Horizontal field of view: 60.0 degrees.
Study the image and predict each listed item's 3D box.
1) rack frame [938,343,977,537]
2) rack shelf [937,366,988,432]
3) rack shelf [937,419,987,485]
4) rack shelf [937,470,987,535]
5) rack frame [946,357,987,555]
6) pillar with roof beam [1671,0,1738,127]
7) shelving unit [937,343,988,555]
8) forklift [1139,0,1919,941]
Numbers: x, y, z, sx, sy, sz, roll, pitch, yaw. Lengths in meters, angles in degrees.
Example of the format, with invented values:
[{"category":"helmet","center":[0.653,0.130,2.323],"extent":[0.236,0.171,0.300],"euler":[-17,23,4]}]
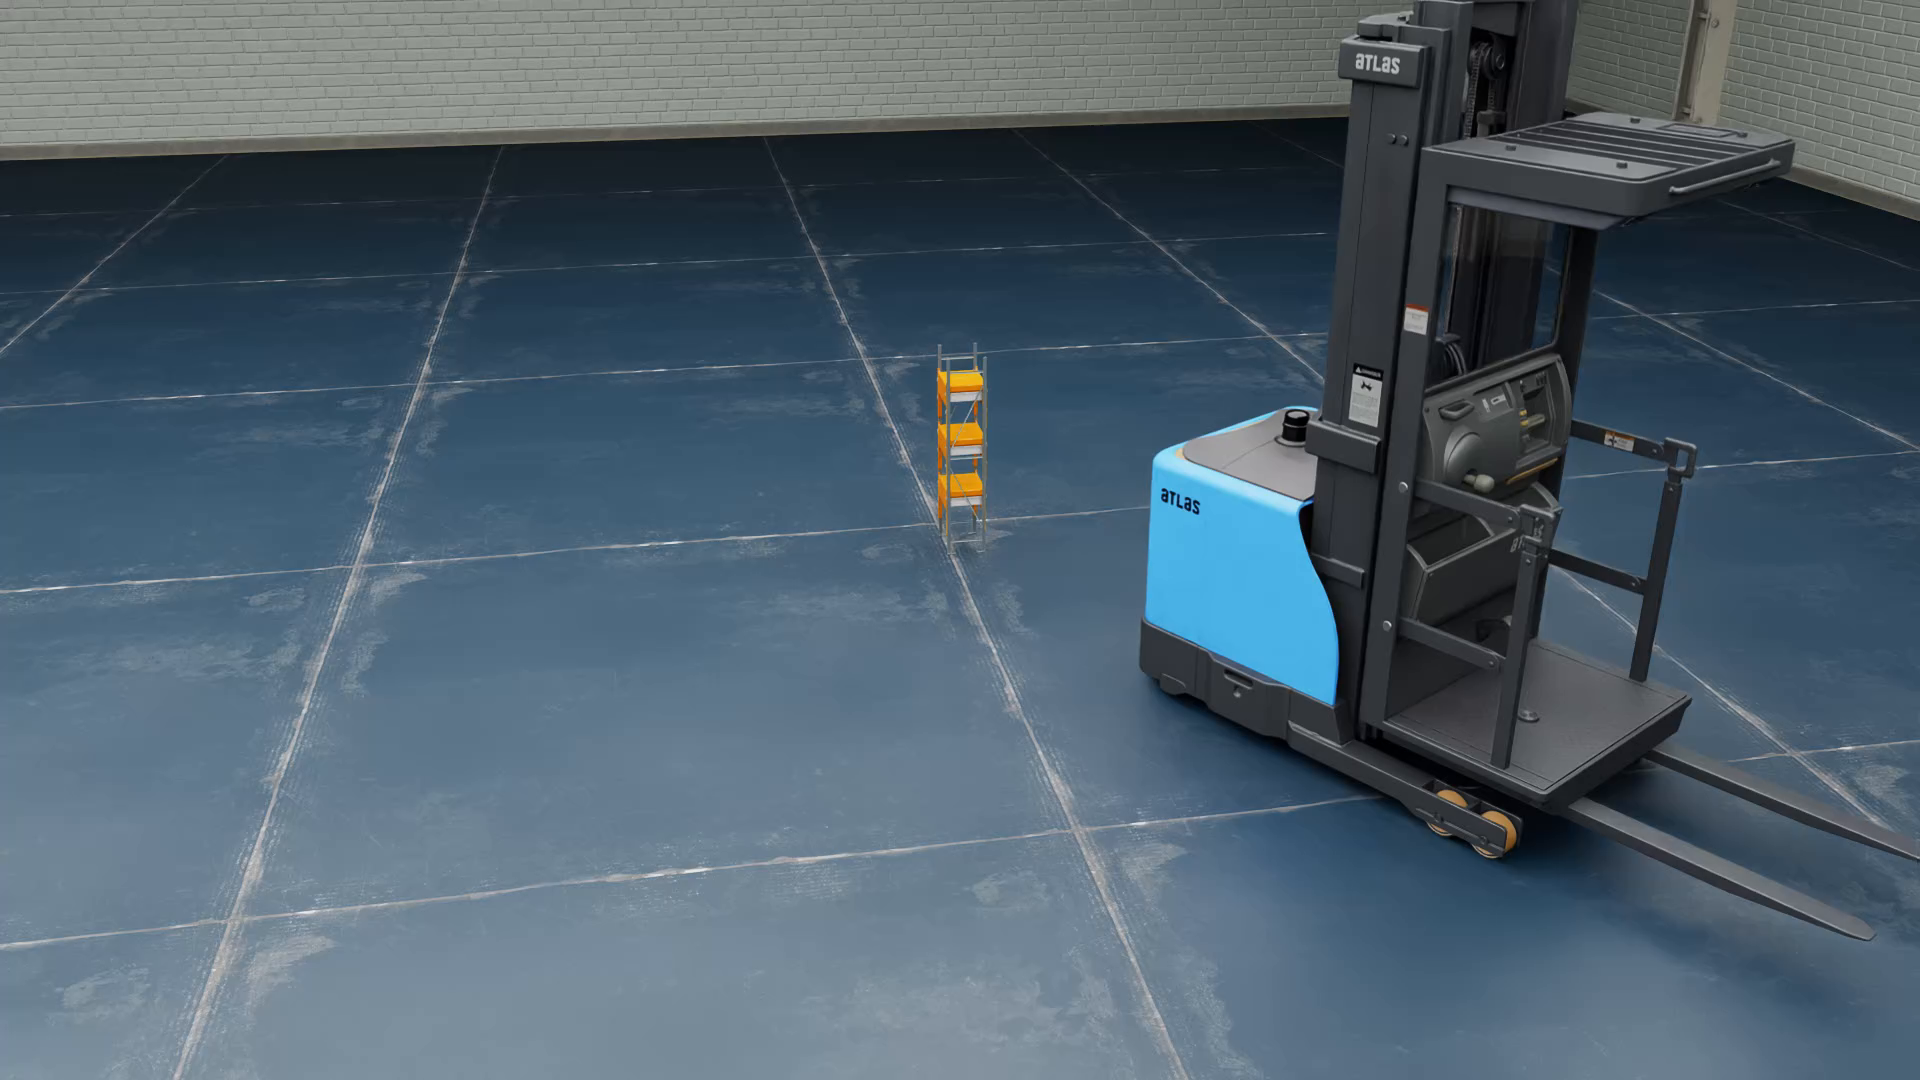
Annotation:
[{"category":"rack frame","center":[-0.013,-0.508,8.602],"extent":[0.200,1.050,0.008],"euler":[-4,24,-10]},{"category":"rack shelf","center":[0.010,-0.710,8.382],"extent":[0.215,0.259,0.240],"euler":[-4,24,-10]},{"category":"rack shelf","center":[0.010,-0.450,8.496],"extent":[0.215,0.259,0.240],"euler":[-4,24,-10]},{"category":"rack shelf","center":[0.010,-0.196,8.607],"extent":[0.215,0.259,0.240],"euler":[-4,24,-10]},{"category":"rack frame","center":[0.032,-0.412,8.382],"extent":[0.200,1.050,0.008],"euler":[-4,24,-10]},{"category":"pillar with roof beam","center":[3.991,-8.187,16.253],"extent":[9.100,9.000,0.400],"euler":[-4,24,-10]},{"category":"shelving unit","center":[0.010,-0.460,8.492],"extent":[0.215,1.050,0.252],"euler":[-4,24,-10]},{"category":"forklift","center":[2.137,-0.410,6.026],"extent":[1.130,2.935,3.031],"euler":[-19,30,-37]}]
